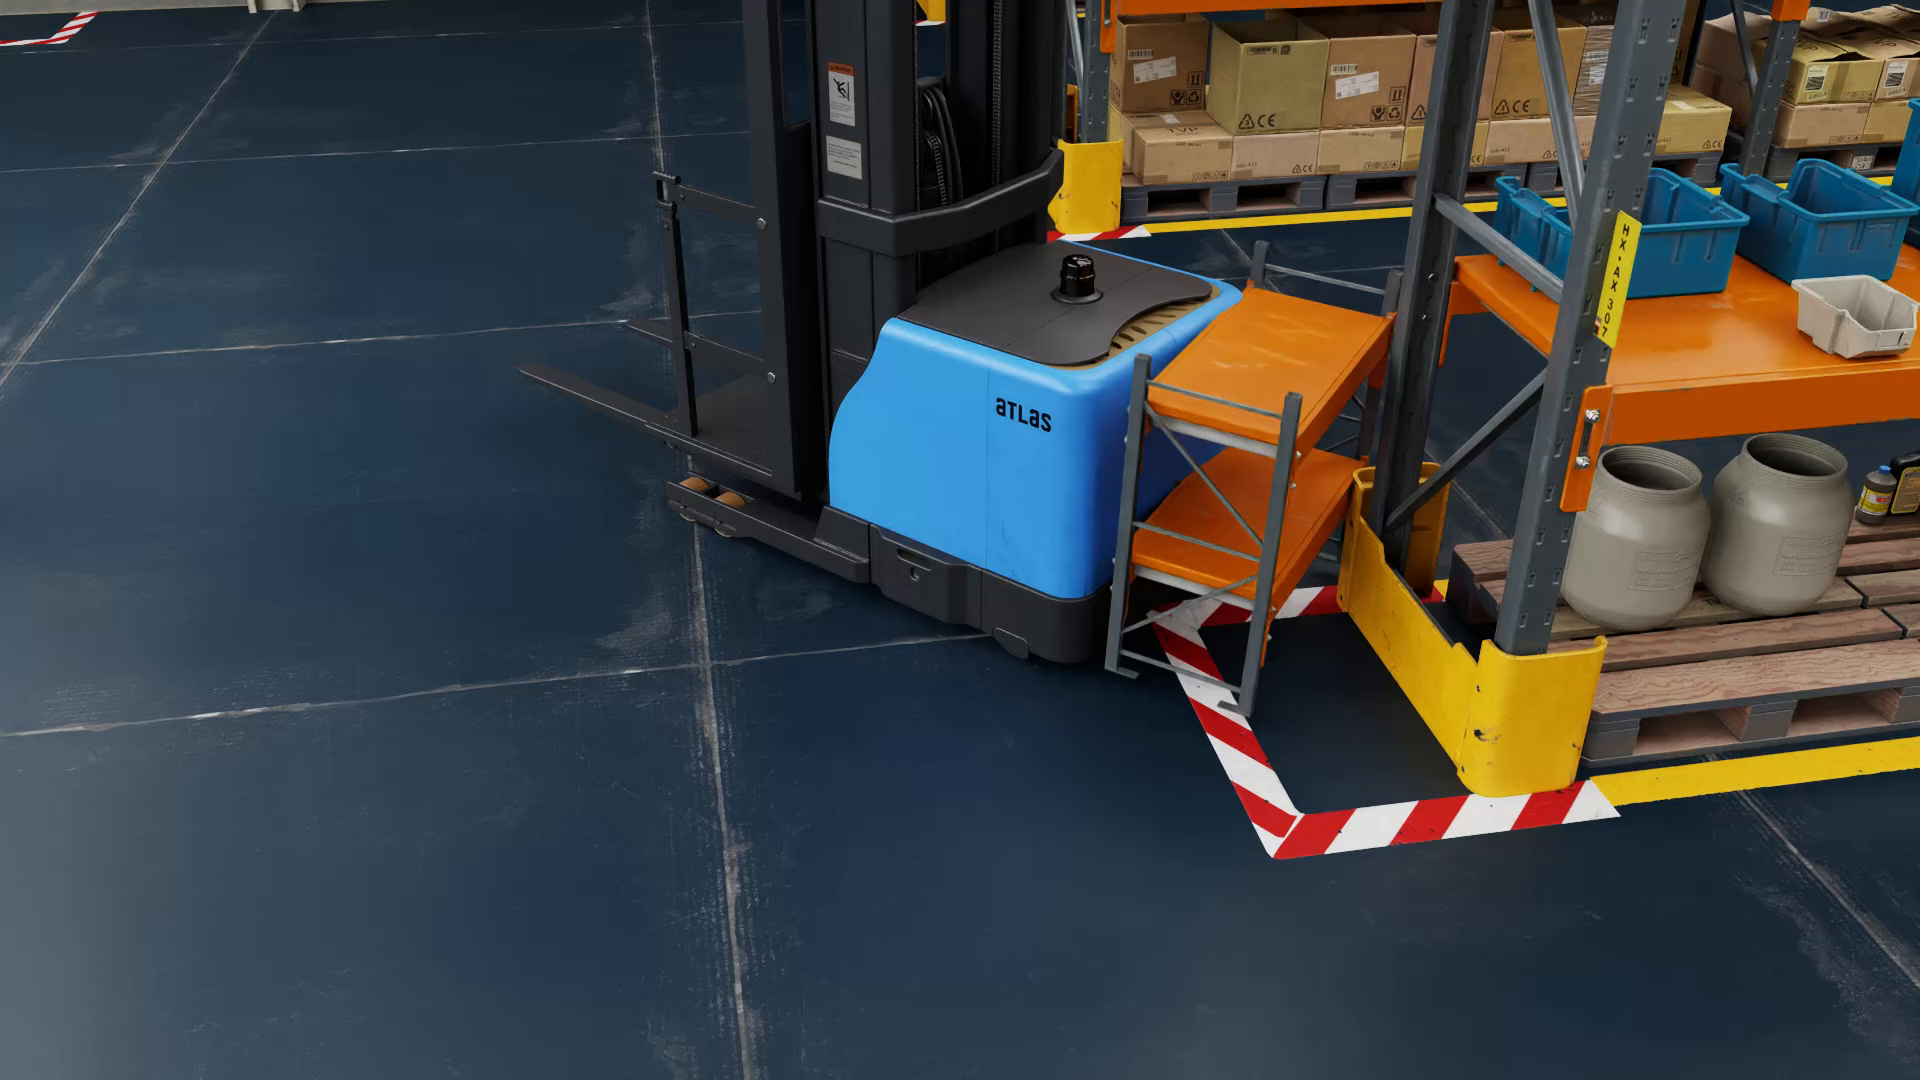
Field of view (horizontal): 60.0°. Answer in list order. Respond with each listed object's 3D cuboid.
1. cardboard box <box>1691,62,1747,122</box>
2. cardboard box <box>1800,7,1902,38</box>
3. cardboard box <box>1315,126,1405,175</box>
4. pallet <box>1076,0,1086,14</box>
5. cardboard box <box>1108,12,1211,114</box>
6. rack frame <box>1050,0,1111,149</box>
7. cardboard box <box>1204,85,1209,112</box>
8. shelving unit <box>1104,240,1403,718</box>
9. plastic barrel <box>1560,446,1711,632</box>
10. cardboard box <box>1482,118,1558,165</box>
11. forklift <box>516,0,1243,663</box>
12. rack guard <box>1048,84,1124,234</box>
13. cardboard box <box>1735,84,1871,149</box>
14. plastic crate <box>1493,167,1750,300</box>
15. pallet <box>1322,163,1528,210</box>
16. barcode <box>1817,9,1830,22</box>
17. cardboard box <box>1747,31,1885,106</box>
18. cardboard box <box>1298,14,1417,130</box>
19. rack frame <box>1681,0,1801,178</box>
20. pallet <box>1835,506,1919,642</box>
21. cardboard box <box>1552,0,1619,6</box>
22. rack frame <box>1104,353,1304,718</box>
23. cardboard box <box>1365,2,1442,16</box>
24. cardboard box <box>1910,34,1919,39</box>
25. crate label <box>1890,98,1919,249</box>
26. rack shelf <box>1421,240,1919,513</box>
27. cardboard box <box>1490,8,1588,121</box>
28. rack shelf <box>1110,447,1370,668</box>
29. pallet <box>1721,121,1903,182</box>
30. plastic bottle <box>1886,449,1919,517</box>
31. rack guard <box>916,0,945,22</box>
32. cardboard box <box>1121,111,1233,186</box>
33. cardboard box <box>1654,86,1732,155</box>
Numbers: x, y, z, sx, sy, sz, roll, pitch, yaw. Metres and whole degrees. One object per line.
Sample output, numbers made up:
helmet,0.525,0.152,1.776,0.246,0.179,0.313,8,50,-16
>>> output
cardboard box,4.930,-2.811,10.369,0.500,0.250,0.500,-6,31,-9
cardboard box,5.432,-3.101,10.309,0.500,0.311,0.500,-4,31,-8
cardboard box,2.191,-2.294,9.491,0.500,0.250,0.500,-5,31,-9
pallet,0.624,-4.598,13.862,1.213,0.211,1.003,-5,31,-9
cardboard box,1.114,-2.784,9.584,0.500,0.500,0.500,-5,31,-9
rack frame,0.640,-3.268,8.848,0.127,3.000,1.000,-5,31,-9
cardboard box,1.604,-2.511,9.860,0.500,0.250,0.500,-5,31,-9
shelving unit,0.957,-0.226,5.408,0.538,1.125,1.048,18,35,23
plastic barrel,2.162,-0.004,5.338,0.421,0.512,0.421,0,30,0
cardboard box,3.175,-2.383,9.643,0.500,0.250,0.500,-5,31,-9
forklift,-0.494,-1.462,5.844,3.031,2.935,1.130,22,37,32
rack guard,0.616,-2.188,9.478,0.348,0.500,1.175,-5,31,-9
cardboard box,5.016,-2.542,9.912,0.500,0.250,0.500,-6,31,-10
plastic crate,1.967,-0.928,5.016,0.616,0.251,0.499,-5,31,-9
pallet,2.582,-2.266,9.895,1.213,0.211,1.003,-5,31,-9
barcode,4.900,-2.974,9.434,0.075,0.075,0.001,-5,31,-9
cardboard box,5.026,-2.784,9.770,0.500,0.311,0.500,-5,31,-9
cardboard box,2.188,-2.623,9.311,0.500,0.500,0.500,-5,31,-9
rack frame,4.574,-3.633,9.469,0.127,3.000,1.000,-5,31,-9
pallet,3.592,0.193,5.714,1.213,0.211,1.003,-5,31,-9
cardboard box,3.572,-3.016,9.978,0.500,0.500,0.500,-5,31,-9
rack frame,0.715,0.006,5.026,0.500,1.125,0.032,18,35,23
cardboard box,2.587,-2.928,9.828,0.500,0.500,0.500,-5,31,-9
cardboard box,6.028,-2.875,9.925,0.500,0.311,0.500,-6,31,-11
crate label,3.290,-1.116,5.153,0.616,0.435,0.502,-5,31,-9
rack shelf,3.496,-0.670,5.140,4.000,0.370,1.077,-5,31,-9
cardboard box,3.173,-2.713,9.463,0.500,0.500,0.500,-5,31,-9
rack shelf,0.949,-0.019,5.539,0.538,0.278,1.000,18,35,23
pallet,5.292,-2.517,10.323,1.213,0.211,1.003,-5,31,-9
plastic bottle,3.368,-0.222,5.915,0.133,0.283,0.061,-5,31,-8
rack guard,-0.181,-4.666,13.693,0.348,0.500,1.175,-5,31,-9
cardboard box,1.207,-2.201,9.333,0.500,0.250,0.500,-5,31,-9
cardboard box,4.158,-2.477,9.802,0.500,0.250,0.500,-5,31,-9
